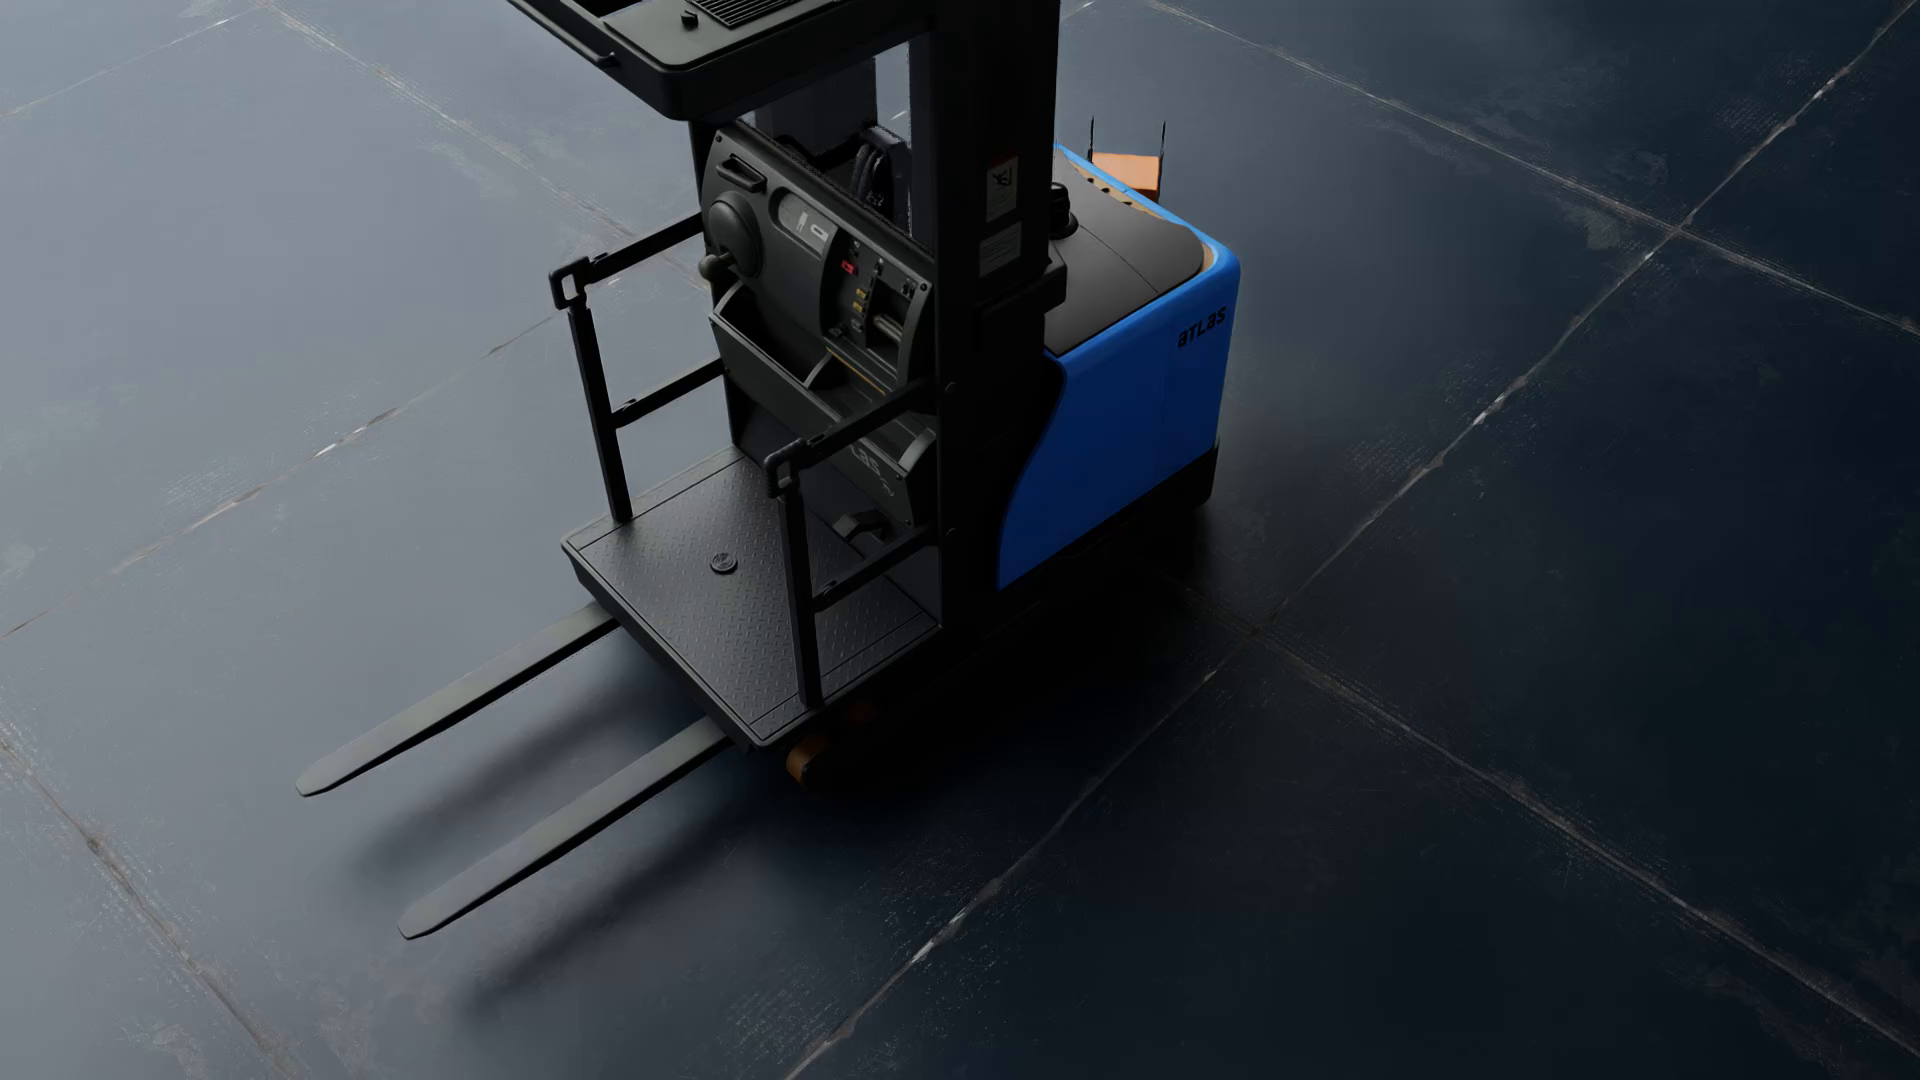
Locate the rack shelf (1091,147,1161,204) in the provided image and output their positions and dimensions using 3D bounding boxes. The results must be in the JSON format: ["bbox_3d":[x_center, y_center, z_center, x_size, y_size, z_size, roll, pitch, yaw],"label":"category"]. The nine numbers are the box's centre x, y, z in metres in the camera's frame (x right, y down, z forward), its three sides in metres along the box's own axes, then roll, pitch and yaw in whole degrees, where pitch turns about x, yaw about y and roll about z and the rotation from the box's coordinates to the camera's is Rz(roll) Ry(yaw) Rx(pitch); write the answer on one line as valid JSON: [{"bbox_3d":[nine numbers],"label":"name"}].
[{"bbox_3d":[0.561,-1.184,5.765,0.240,0.259,0.215,5,46,5],"label":"rack shelf"}]

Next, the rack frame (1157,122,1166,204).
[{"bbox_3d":[0.681,-0.983,5.950,0.008,1.050,0.200,5,46,5],"label":"rack frame"}]

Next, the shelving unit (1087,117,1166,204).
[{"bbox_3d":[0.560,-0.994,5.961,0.252,1.050,0.215,5,46,5],"label":"shelving unit"}]

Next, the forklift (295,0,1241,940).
[{"bbox_3d":[-0.558,-0.692,4.390,3.031,2.935,1.130,-33,55,-27],"label":"forklift"}]

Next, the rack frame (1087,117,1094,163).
[{"bbox_3d":[0.439,-1.005,5.971,0.008,1.050,0.200,5,46,5],"label":"rack frame"}]
